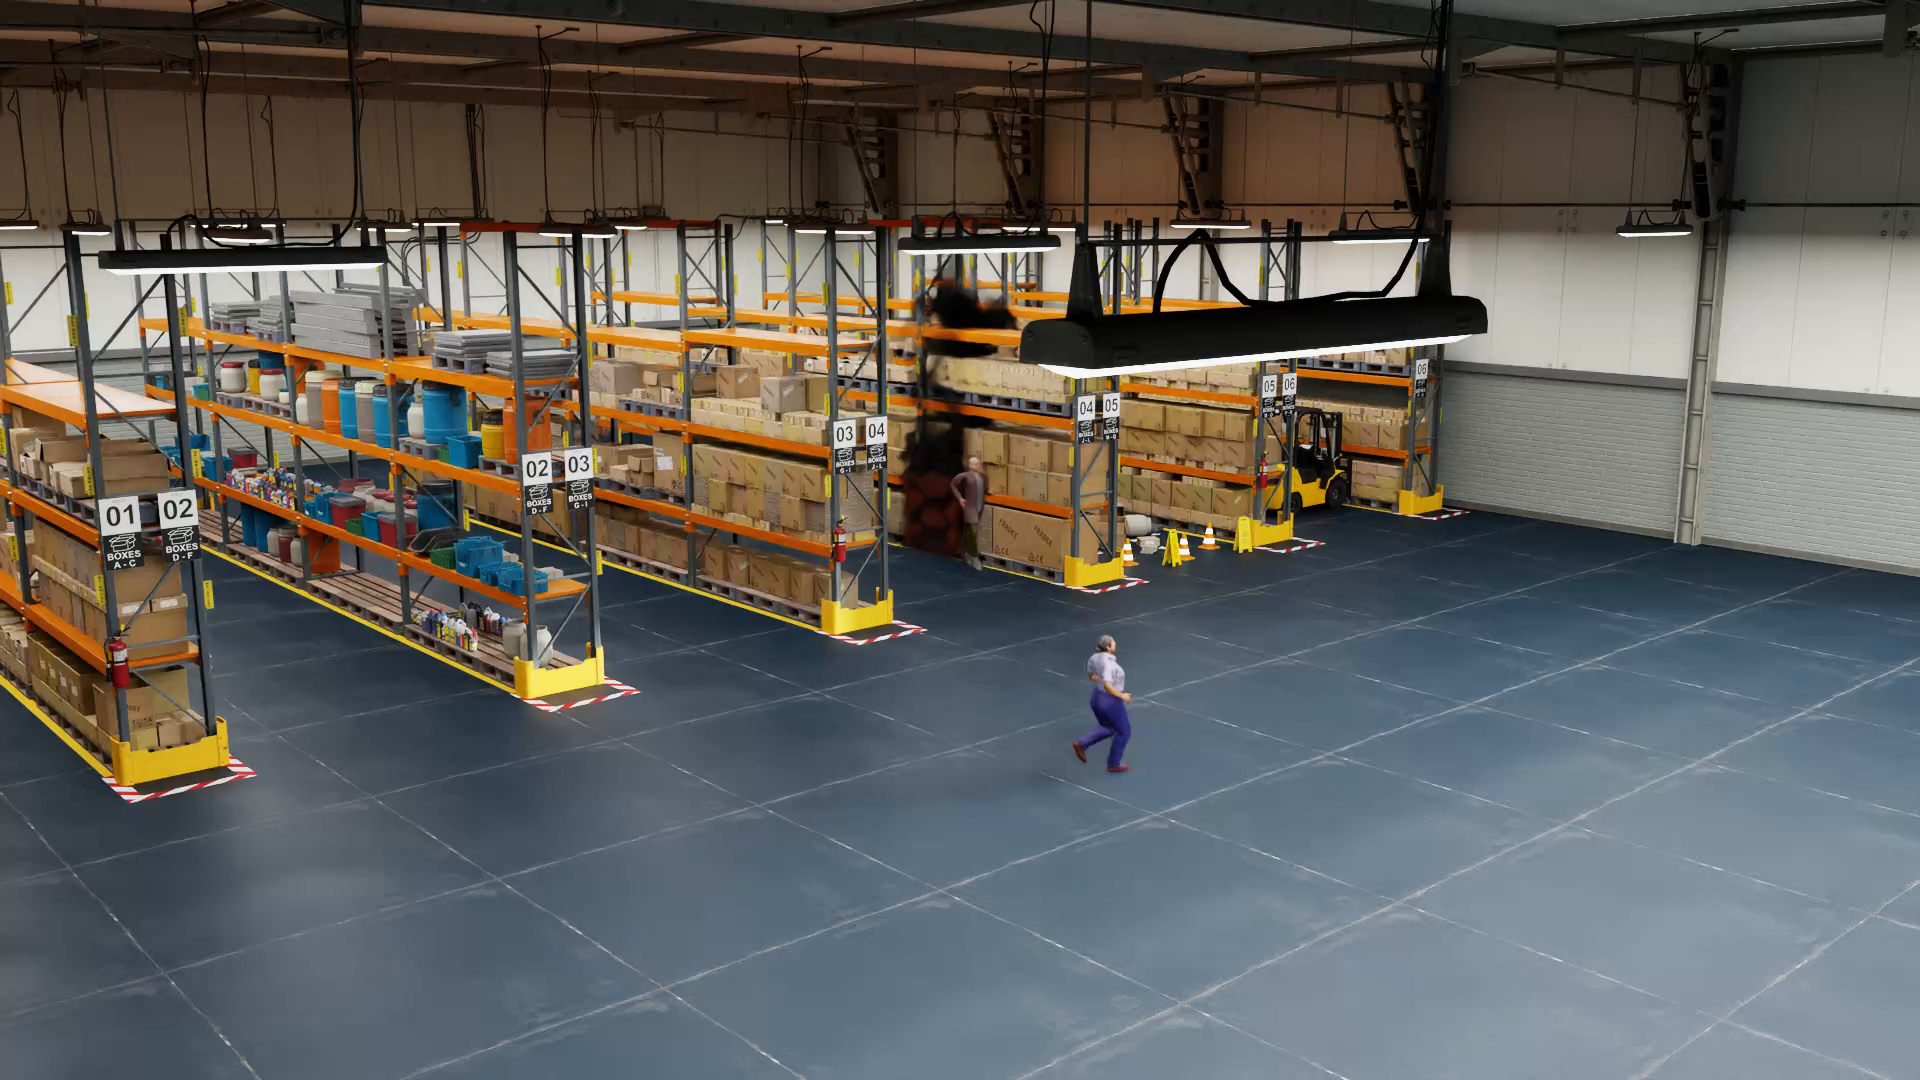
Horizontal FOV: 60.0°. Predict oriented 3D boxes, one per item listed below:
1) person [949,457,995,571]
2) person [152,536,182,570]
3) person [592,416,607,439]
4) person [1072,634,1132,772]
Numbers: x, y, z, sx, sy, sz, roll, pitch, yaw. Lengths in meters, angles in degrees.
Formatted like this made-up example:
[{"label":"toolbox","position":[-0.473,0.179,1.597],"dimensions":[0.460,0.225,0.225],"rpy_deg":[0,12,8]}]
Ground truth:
[{"label":"person","position":[0.232,-0.465,28.359],"dimensions":[0.826,1.907,0.684],"rpy_deg":[10,15,42]},{"label":"person","position":[-12.675,0.173,26.586],"dimensions":[0.581,1.740,0.652],"rpy_deg":[8,14,34]},{"label":"person","position":[-8.947,-2.637,41.183],"dimensions":[0.488,1.513,0.643],"rpy_deg":[-5,12,-22]},{"label":"person","position":[1.625,1.844,18.724],"dimensions":[0.664,1.588,0.611],"rpy_deg":[-4,12,-21]}]
